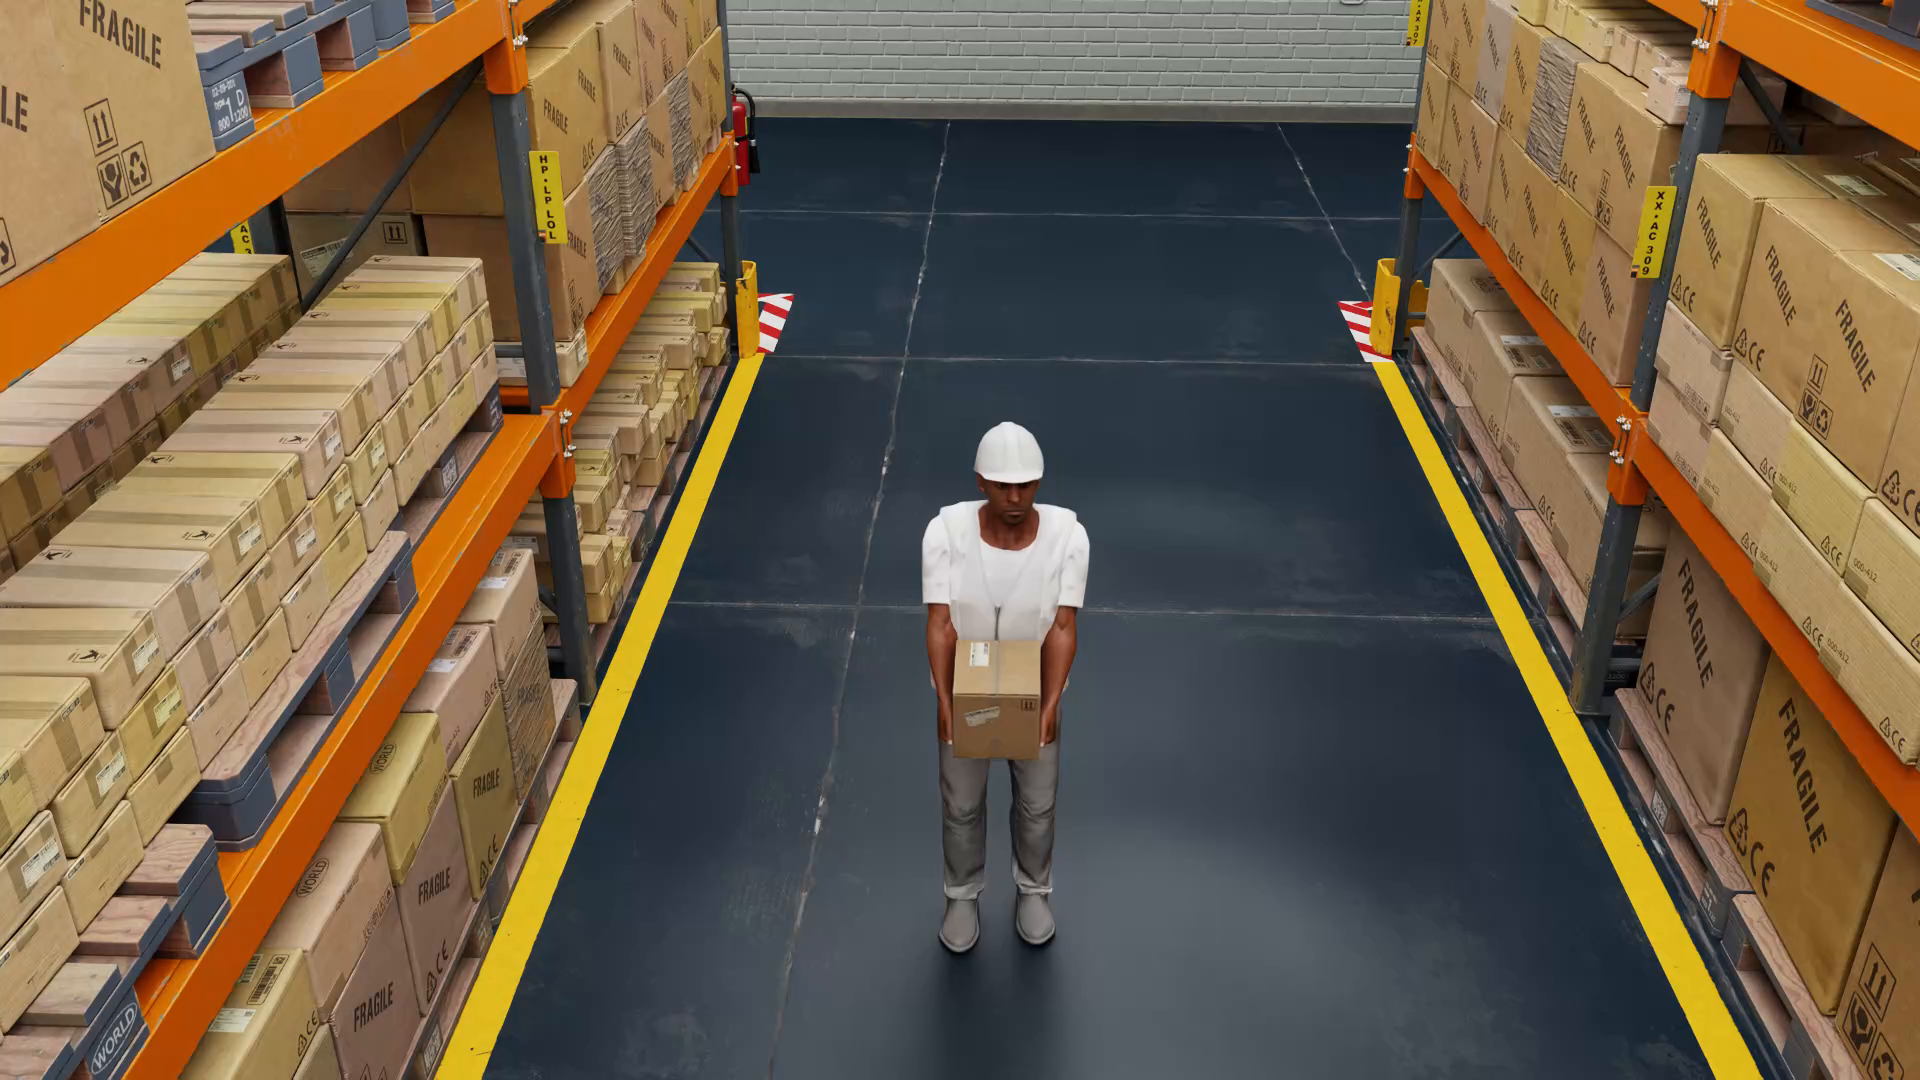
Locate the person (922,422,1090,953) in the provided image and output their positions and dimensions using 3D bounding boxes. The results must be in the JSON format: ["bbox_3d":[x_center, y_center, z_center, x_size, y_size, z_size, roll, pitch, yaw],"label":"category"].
[{"bbox_3d":[0.132,0.513,5.126,0.504,1.762,0.563,1,28,2],"label":"person"}]
